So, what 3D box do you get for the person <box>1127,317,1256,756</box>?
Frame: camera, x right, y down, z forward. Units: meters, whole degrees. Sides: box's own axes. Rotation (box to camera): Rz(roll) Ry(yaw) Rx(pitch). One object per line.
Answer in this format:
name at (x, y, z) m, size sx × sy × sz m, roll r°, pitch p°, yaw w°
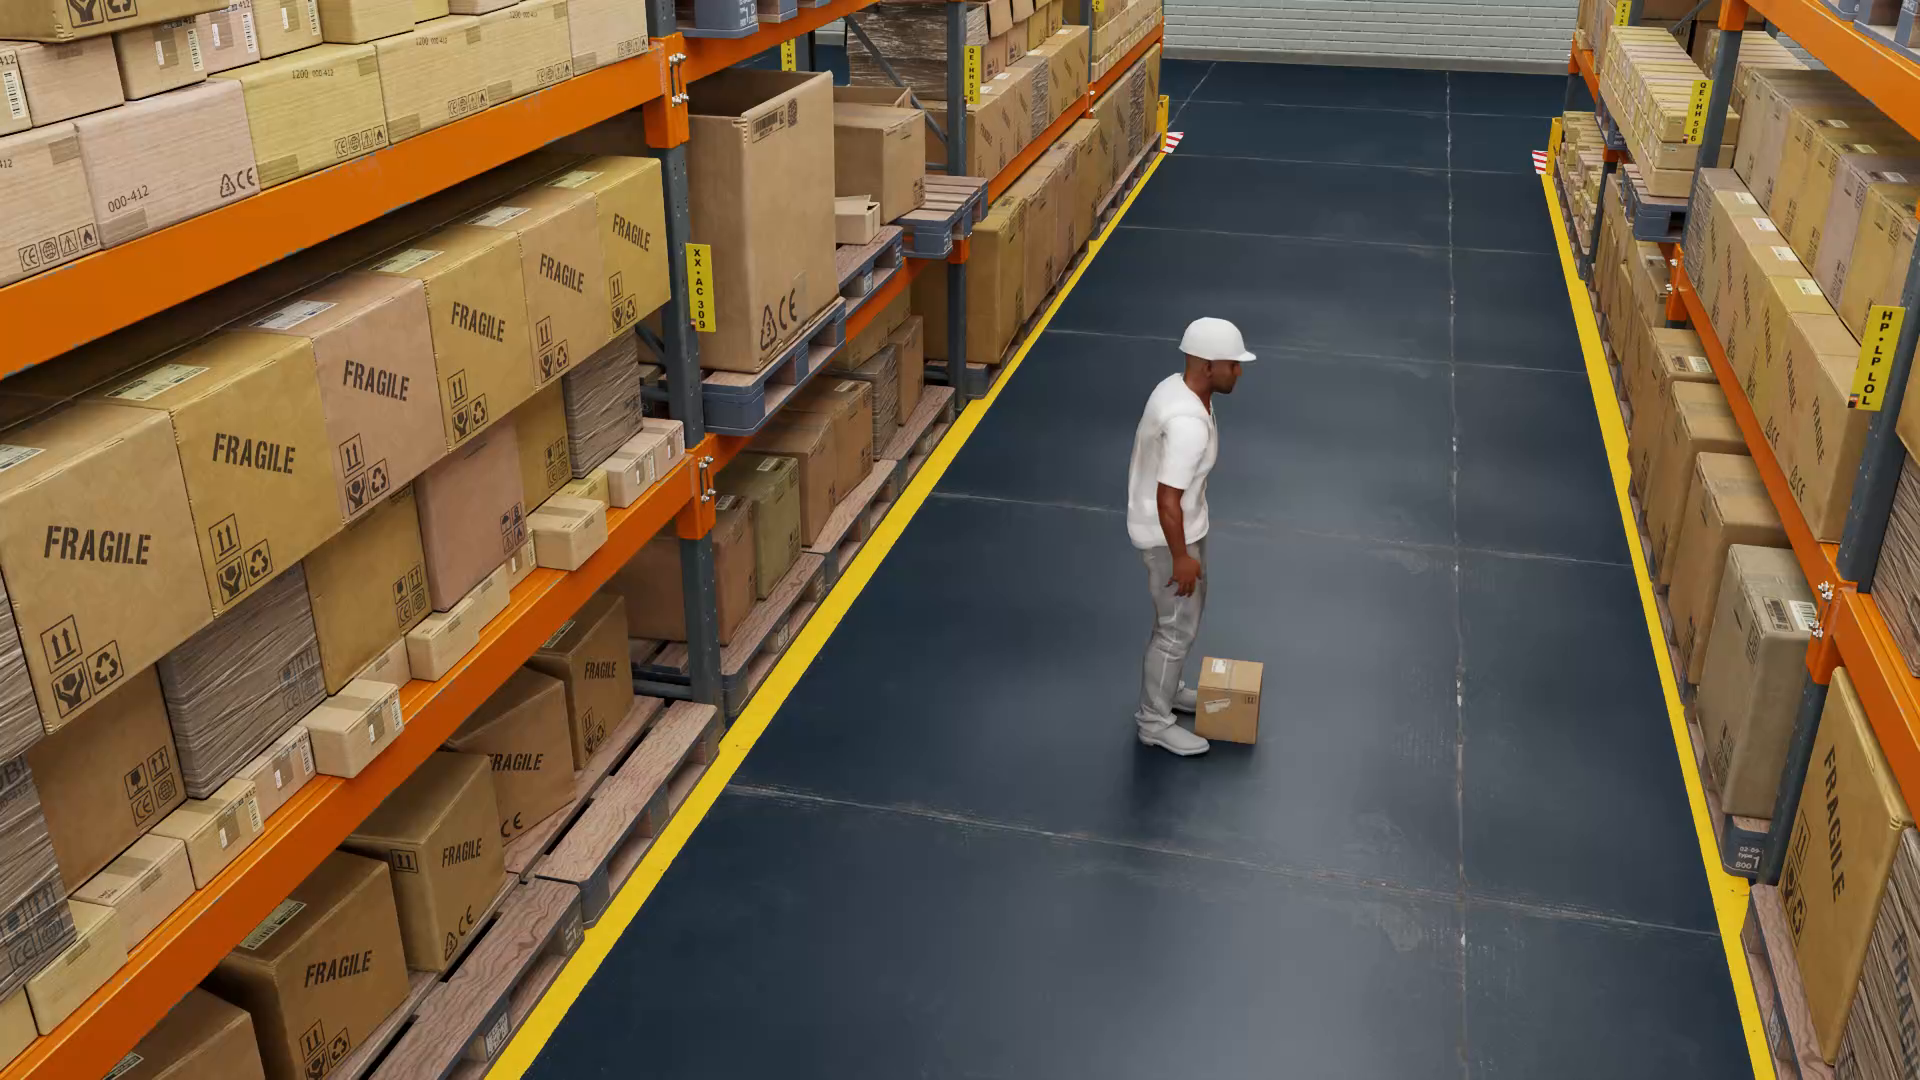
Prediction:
person at (0.897, -0.038, 6.669) m, size 0.462 × 1.759 × 0.632 m, roll 5°, pitch 26°, yaw 10°
